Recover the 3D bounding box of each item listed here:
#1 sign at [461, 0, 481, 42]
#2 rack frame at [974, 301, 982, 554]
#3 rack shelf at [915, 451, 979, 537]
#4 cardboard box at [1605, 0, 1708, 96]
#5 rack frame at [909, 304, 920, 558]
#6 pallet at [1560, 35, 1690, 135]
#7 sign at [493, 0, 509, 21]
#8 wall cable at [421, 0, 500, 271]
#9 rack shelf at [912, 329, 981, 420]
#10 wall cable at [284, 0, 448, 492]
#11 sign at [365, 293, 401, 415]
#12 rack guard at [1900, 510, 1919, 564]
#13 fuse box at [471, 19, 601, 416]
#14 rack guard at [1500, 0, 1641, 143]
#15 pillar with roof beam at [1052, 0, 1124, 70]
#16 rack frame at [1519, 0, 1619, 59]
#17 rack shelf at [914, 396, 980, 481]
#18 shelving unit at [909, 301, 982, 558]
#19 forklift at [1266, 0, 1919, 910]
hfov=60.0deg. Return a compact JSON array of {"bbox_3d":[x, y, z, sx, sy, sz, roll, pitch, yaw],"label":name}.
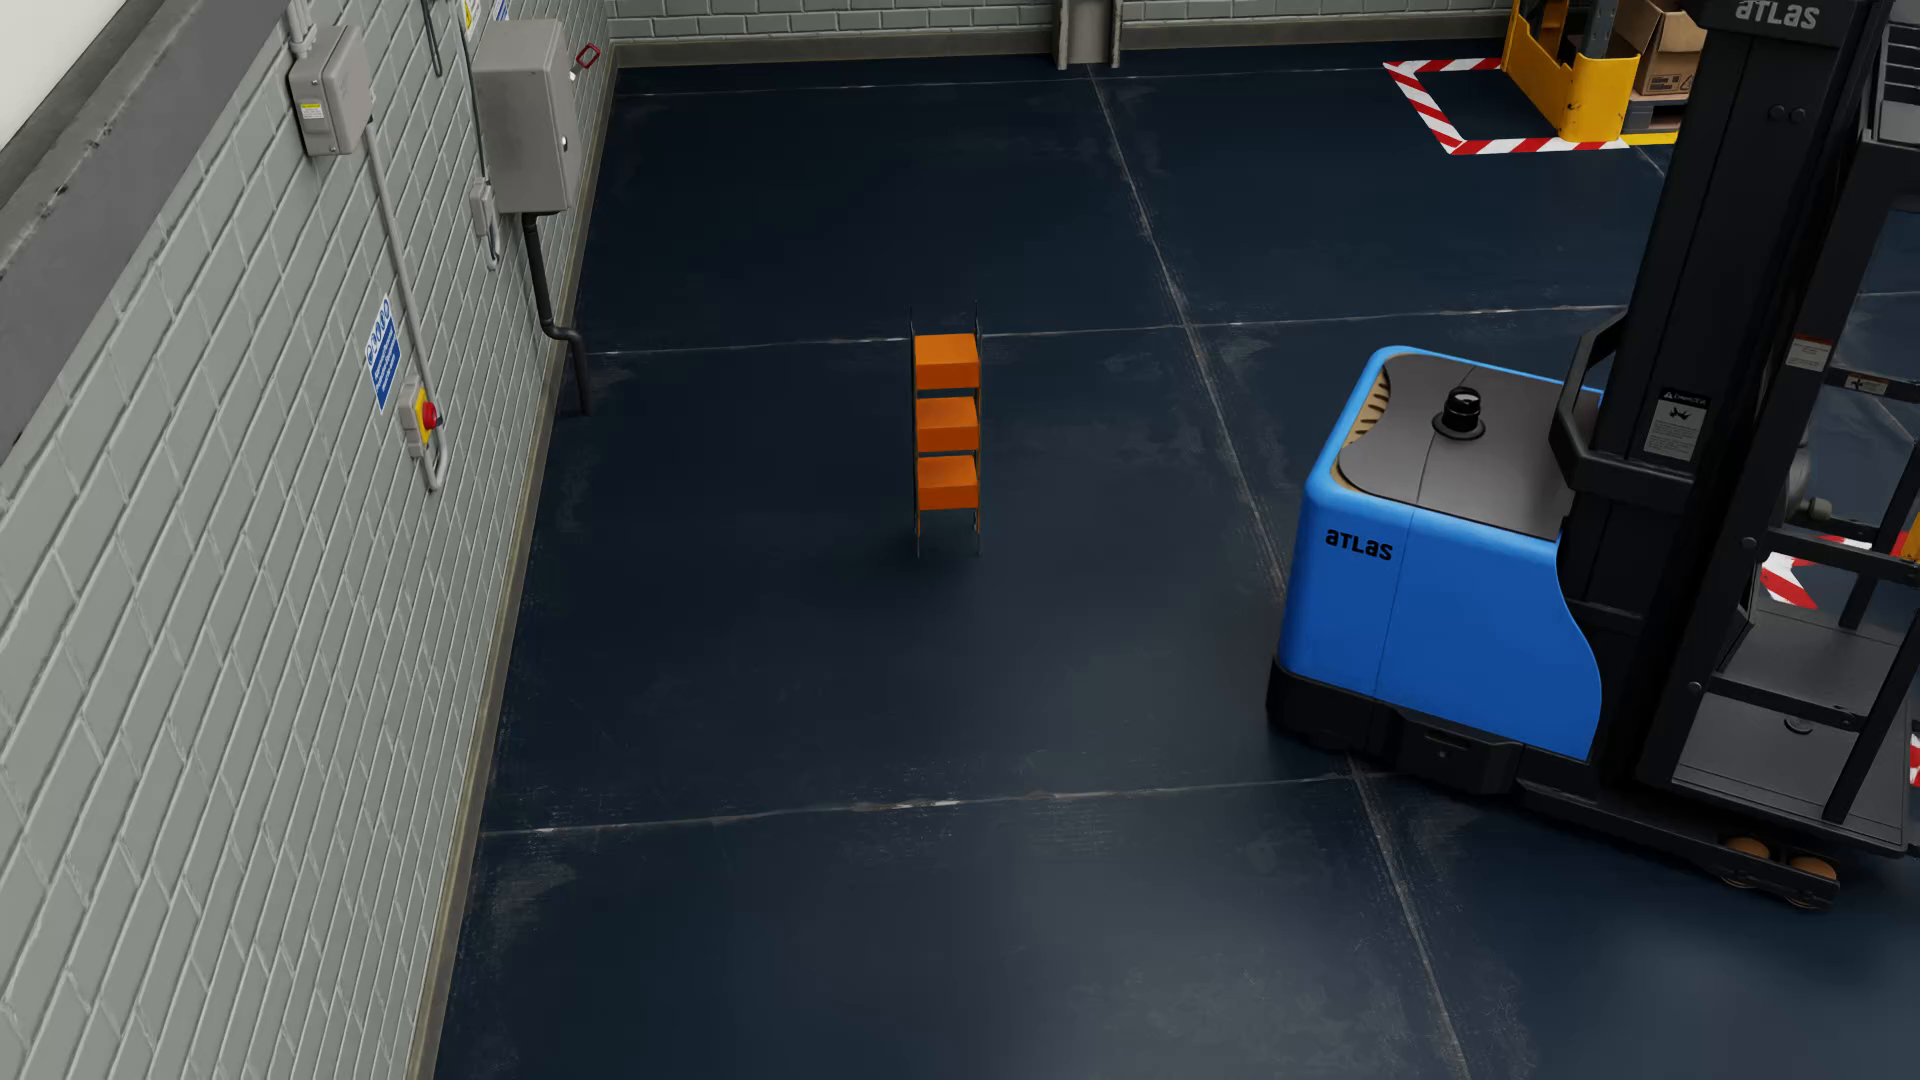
[{"bbox_3d":[-1.847,-2.049,6.259,0.001,0.242,0.339,-3,38,-4],"label":"sign"},{"bbox_3d":[0.068,-0.416,6.430,0.008,1.050,0.200,-3,38,-4],"label":"rack frame"},{"bbox_3d":[-0.053,-0.183,6.600,0.240,0.259,0.215,-3,38,-4],"label":"rack shelf"},{"bbox_3d":[4.184,-3.012,9.822,0.637,0.503,0.797,-5,39,-6],"label":"cardboard box"},{"bbox_3d":[-0.175,-0.403,6.413,0.008,1.050,0.200,-3,38,-4],"label":"rack frame"},{"bbox_3d":[4.436,-2.806,10.136,1.213,0.211,1.003,-3,38,-4],"label":"pallet"},{"bbox_3d":[-1.895,-2.026,6.973,0.001,0.494,0.329,-3,38,-4],"label":"sign"},{"bbox_3d":[-1.742,-1.739,5.713,0.122,1.984,0.588,-3,38,-4],"label":"wall cable"},{"bbox_3d":[-0.053,-0.624,6.252,0.240,0.259,0.215,-3,38,-4],"label":"rack shelf"},{"bbox_3d":[-1.604,-0.877,4.595,0.123,1.953,0.585,-3,38,-4],"label":"wall cable"},{"bbox_3d":[-1.661,-0.539,4.793,0.001,0.218,0.327,-3,38,-4],"label":"sign"},{"bbox_3d":[3.986,0.193,6.102,0.348,0.500,1.175,-3,38,-4],"label":"rack guard"},{"bbox_3d":[-1.645,-1.264,6.971,0.414,1.711,0.539,-3,38,-4],"label":"fuse box"},{"bbox_3d":[3.642,-2.875,9.990,0.348,0.500,1.175,-3,38,-4],"label":"rack guard"},{"bbox_3d":[1.182,-3.959,4.503,0.400,9.000,9.100,-3,38,-4],"label":"pillar with roof beam"},{"bbox_3d":[3.567,-3.852,9.211,0.127,3.000,1.000,-3,38,-4],"label":"rack frame"},{"bbox_3d":[-0.053,-0.401,6.428,0.240,0.259,0.215,-3,38,-4],"label":"rack shelf"},{"bbox_3d":[-0.053,-0.409,6.421,0.252,1.050,0.215,-3,38,-4],"label":"shelving unit"},{"bbox_3d":[2.640,-0.361,4.842,3.031,2.935,1.130,16,41,20],"label":"forklift"}]
